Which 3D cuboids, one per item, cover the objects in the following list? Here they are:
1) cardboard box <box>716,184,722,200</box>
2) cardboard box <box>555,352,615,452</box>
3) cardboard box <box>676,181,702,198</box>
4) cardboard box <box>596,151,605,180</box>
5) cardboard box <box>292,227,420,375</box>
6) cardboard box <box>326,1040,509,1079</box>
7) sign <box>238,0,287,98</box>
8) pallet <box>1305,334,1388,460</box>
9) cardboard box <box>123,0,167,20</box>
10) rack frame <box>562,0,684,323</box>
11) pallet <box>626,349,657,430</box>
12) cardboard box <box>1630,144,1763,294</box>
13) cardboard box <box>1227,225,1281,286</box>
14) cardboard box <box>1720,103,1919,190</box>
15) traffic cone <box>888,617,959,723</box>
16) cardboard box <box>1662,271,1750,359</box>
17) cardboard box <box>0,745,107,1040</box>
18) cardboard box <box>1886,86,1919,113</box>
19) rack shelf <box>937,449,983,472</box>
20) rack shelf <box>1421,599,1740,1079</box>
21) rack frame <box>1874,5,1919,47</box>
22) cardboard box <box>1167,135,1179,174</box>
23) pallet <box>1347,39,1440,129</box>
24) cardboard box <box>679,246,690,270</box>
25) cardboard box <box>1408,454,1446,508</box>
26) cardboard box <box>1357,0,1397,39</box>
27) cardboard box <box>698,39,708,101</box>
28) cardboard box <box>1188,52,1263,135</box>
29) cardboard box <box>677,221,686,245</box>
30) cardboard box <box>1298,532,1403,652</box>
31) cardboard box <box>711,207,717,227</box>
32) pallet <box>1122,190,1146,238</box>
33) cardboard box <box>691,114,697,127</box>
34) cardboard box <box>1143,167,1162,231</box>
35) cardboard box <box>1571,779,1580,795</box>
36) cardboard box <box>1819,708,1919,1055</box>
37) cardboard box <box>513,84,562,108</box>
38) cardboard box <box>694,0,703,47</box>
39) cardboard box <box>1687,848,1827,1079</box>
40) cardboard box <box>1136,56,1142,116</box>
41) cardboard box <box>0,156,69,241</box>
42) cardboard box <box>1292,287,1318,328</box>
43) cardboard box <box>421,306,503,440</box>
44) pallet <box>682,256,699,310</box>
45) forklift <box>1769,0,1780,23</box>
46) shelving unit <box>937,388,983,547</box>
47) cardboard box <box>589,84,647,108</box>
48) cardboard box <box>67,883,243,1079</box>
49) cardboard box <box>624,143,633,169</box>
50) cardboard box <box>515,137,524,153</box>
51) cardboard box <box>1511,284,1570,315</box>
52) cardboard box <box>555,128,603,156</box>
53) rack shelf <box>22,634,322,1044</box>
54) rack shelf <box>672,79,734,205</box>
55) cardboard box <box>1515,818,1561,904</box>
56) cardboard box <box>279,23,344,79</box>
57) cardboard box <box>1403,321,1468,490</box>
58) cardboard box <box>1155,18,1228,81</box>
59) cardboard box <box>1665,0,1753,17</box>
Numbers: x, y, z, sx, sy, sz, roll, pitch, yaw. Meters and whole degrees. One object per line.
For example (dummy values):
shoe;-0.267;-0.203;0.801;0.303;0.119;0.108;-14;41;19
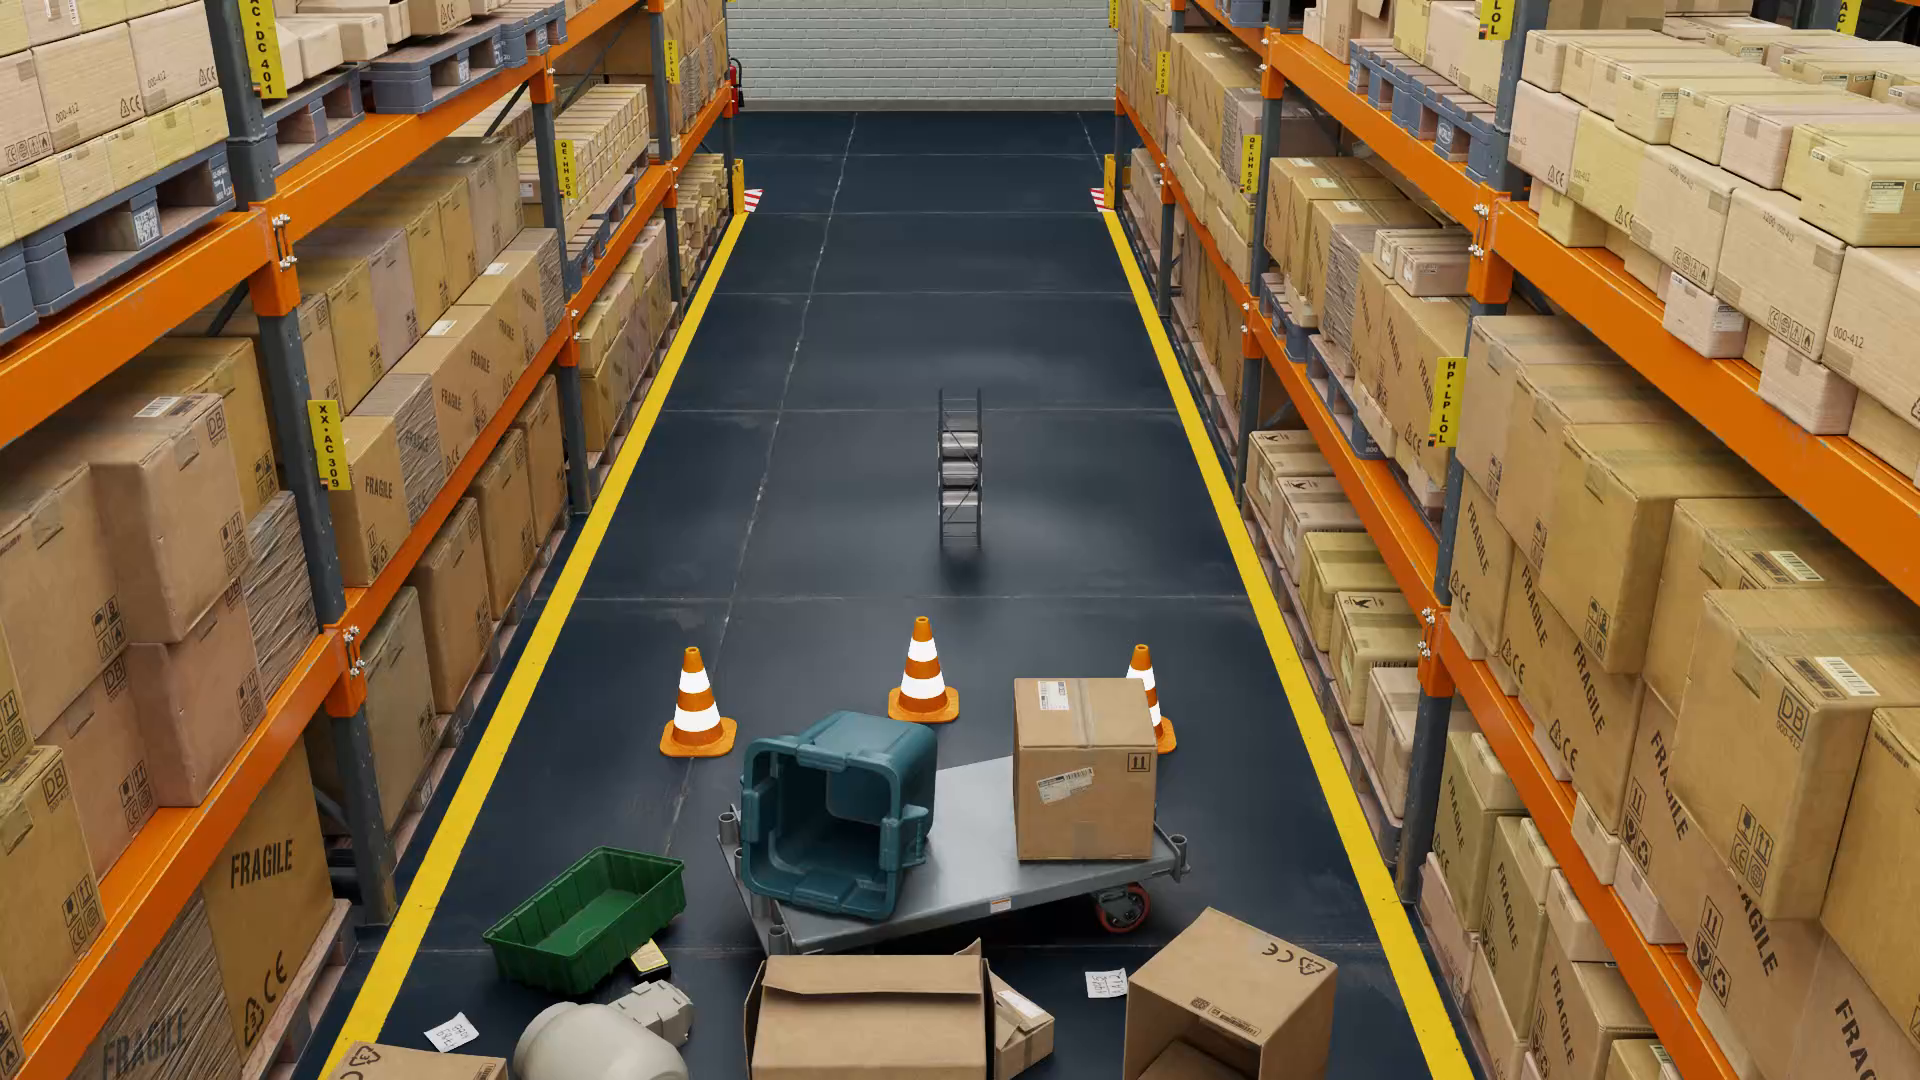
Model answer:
cardboard box;-2.539;-3.430;16.284;0.380;0.149;0.250;-1;24;-3
cardboard box;-2.503;-0.881;10.582;0.500;0.500;0.500;-1;24;-3
cardboard box;-2.613;-3.243;15.508;0.380;0.149;0.250;-1;24;-2
cardboard box;-2.571;-2.479;11.026;0.380;0.149;0.250;0;24;-1
cardboard box;-2.731;-1.014;7.017;0.700;0.500;0.500;0;24;0
cardboard box;-1.664;1.885;4.973;0.500;0.500;0.500;4;25;9
sign;-2.152;-1.529;5.128;0.100;0.325;0.005;0;24;-1
pallet;2.261;-0.697;7.884;1.003;0.211;1.213;0;24;-1
cardboard box;-2.382;-1.487;4.464;0.380;0.149;0.250;0;24;-1
rack frame;-2.794;-3.184;13.151;1.000;3.000;0.127;0;24;-1
pallet;-2.768;-1.089;11.902;1.003;0.211;1.213;0;24;-1
cardboard box;1.980;-0.784;4.025;0.500;0.250;0.500;0;24;0
cardboard box;1.933;-1.739;10.137;0.500;0.250;0.500;-1;24;-2
cardboard box;1.988;-0.900;3.797;0.380;0.149;0.250;-1;24;-1
traffic cone;-0.175;0.584;7.897;0.336;0.463;0.334;0;24;-1
cardboard box;1.926;-0.543;3.975;0.380;0.149;0.250;-1;24;-2
cardboard box;-2.668;0.863;4.020;0.875;0.550;0.500;0;24;-1
cardboard box;2.490;-1.009;4.037;0.380;0.149;0.250;-1;24;-2
rack shelf;0.000;-0.465;9.549;0.258;0.077;0.200;0;24;-1
rack shelf;2.263;1.200;4.330;1.077;0.370;4.000;0;24;-1
rack frame;7.118;-3.272;13.345;1.000;3.000;0.127;0;24;-1
cardboard box;1.895;-2.998;12.920;0.500;0.250;0.500;-1;24;-2
pallet;2.327;-1.915;6.933;1.213;0.211;1.003;0;24;-1
cardboard box;-2.478;-2.363;13.924;0.380;0.149;0.250;1;24;2
cardboard box;1.960;-0.240;6.435;0.380;0.149;0.250;0;24;0
cardboard box;2.243;-2.386;7.619;0.797;0.503;0.637;0;24;-1
cardboard box;-2.565;-4.203;14.921;0.500;0.500;0.500;1;24;2
cardboard box;1.908;-3.151;11.742;0.500;0.500;0.500;-1;24;-2
cardboard box;-2.535;-2.605;14.097;0.380;0.149;0.250;1;24;2
cardboard box;2.213;0.255;8.225;0.950;0.372;0.625;1;24;1
cardboard box;-2.522;-3.088;15.887;0.380;0.149;0.250;-1;24;-3
pallet;2.198;-3.297;16.784;1.003;0.211;1.213;0;24;-1
cardboard box;-2.533;-3.731;14.664;0.380;0.149;0.250;1;24;2
cardboard box;2.236;-3.272;15.944;0.875;0.438;0.875;0;24;1
cardboard box;2.014;0.719;4.826;0.380;0.149;0.250;0;24;-1
cardboard box;2.063;0.642;2.996;0.700;0.500;0.500;0;24;0
cardboard box;-3.250;-3.368;12.630;0.380;0.149;0.250;1;24;2
cardboard box;-2.555;-4.641;14.676;0.500;0.500;0.500;-1;24;-2
cardboard box;2.001;0.880;3.681;0.500;0.500;0.500;0;24;-1
cardboard box;1.872;-4.119;15.096;0.500;0.500;0.500;1;24;1
cardboard box;-2.372;-0.810;3.935;0.380;0.149;0.250;0;24;0
cardboard box;1.924;-1.199;8.557;0.380;0.149;0.250;0;24;0
cardboard box;-2.458;-0.775;7.702;0.500;0.500;0.500;0;24;0
pallet;-2.837;-2.191;14.337;1.003;0.211;1.213;0;24;-1
forklift;4.739;-1.998;10.689;1.129;2.867;3.031;-1;24;-1
shelving unit;0.000;-0.413;9.572;0.258;0.900;0.210;0;24;-1
cardboard box;-2.595;-3.368;12.630;0.380;0.149;0.250;1;24;2
cardboard box;-2.756;1.520;4.819;0.875;0.875;0.875;0;24;0
cardboard box;-2.585;-2.786;12.064;0.380;0.149;0.250;-1;24;-3
cardboard box;-3.231;-2.692;11.496;0.380;0.149;0.250;-1;24;-1
cardboard box;2.517;-0.725;6.722;0.500;0.500;0.500;0;24;0
cardboard box;-2.578;-2.617;10.970;0.380;0.149;0.250;0;24;1
rack shelf;-2.685;1.142;4.133;0.919;0.052;3.809;0;24;-1
rack shelf;-2.816;-3.681;15.121;1.077;0.370;4.000;0;24;-1
cardboard box;1.927;0.980;5.073;0.380;0.149;0.250;1;24;1
cardboard box;-2.470;-1.806;6.136;0.250;0.149;0.380;0;24;-1
cardboard box;2.007;-0.514;6.254;0.500;0.500;0.500;-1;24;-2
cardboard box;1.873;-3.943;13.493;0.500;0.500;0.500;0;24;-1
cardboard box;2.621;-2.117;6.217;0.500;0.250;0.500;-1;24;-2
